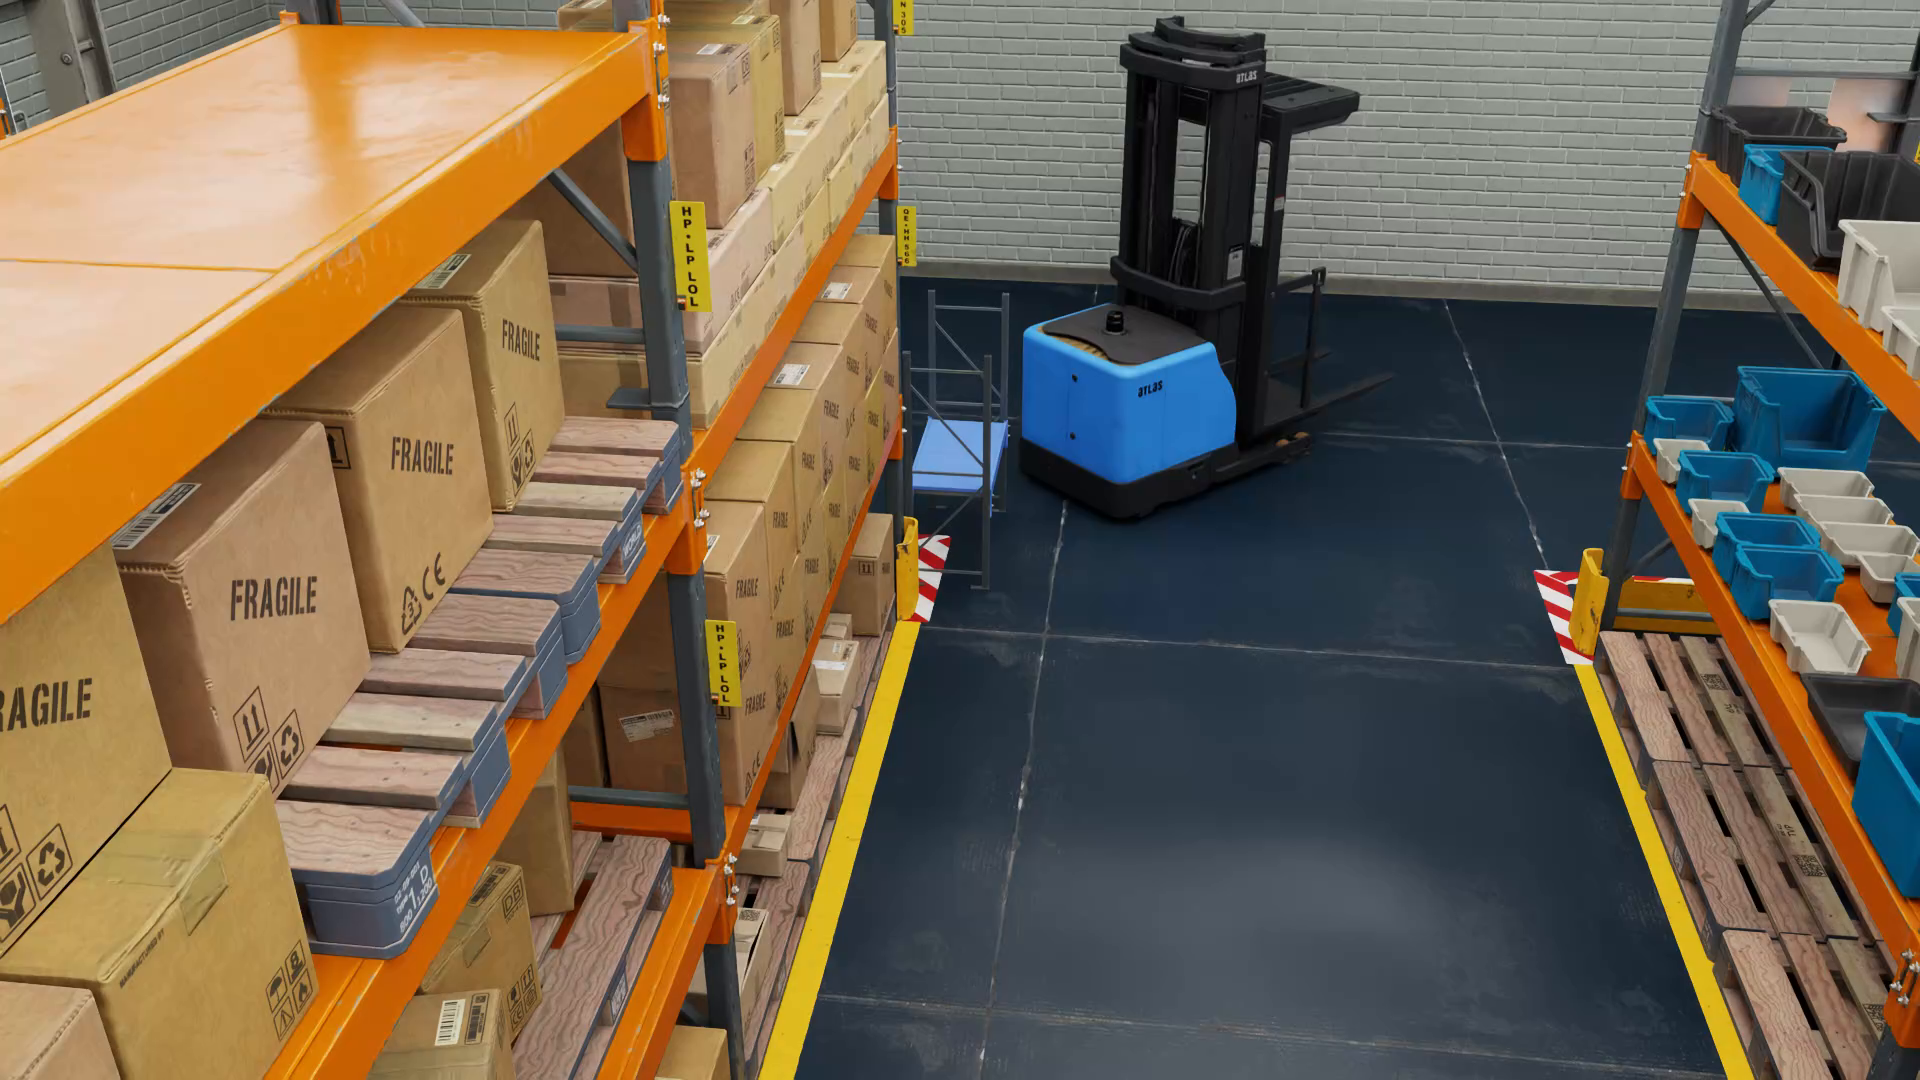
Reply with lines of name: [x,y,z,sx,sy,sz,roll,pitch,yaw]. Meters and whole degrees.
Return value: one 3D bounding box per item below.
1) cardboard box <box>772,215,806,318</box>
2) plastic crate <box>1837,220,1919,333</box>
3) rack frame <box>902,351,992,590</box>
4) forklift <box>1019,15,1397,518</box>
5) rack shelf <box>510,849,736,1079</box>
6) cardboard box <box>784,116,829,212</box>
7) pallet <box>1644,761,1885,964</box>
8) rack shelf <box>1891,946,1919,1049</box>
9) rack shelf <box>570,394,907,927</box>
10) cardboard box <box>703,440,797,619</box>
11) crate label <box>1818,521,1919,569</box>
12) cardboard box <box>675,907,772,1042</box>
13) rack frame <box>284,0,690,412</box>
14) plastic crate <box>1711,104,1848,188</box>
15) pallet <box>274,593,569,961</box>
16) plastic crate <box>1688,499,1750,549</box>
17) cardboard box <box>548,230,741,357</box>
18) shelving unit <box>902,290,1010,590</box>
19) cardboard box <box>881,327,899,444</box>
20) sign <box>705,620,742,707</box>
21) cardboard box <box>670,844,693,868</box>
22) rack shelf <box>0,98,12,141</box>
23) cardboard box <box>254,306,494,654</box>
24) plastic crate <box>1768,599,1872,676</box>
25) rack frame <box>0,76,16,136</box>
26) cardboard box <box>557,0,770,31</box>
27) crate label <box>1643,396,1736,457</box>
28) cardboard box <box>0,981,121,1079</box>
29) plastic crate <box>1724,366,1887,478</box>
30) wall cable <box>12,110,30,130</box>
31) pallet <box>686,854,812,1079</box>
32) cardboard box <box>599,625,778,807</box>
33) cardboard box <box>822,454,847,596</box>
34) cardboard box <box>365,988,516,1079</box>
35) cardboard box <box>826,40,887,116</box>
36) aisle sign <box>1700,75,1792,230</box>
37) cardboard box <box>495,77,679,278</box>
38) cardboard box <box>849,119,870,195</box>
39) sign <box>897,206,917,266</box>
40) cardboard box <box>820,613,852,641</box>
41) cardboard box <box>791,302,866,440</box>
cardboard box: [-0.888,-1.057,6.337,0.500,0.250,0.500,3,28,6]
plastic crate: [3.507,-0.954,6.112,0.437,0.282,0.530,3,28,6]
rack frame: [-0.073,-0.381,9.668,0.500,1.500,0.032,3,28,6]
forklift: [1.862,-1.994,11.153,3.031,2.935,1.130,-21,35,-34]
rack shelf: [-1.566,2.141,4.165,1.077,0.370,4.000,3,28,6]
cardboard box: [-0.821,-1.512,6.655,0.500,0.250,0.500,3,28,6]
pallet: [3.794,1.475,7.581,1.003,0.211,1.213,3,28,6]
rack shelf: [3.350,2.430,3.627,1.077,0.370,4.000,3,28,6]
rack shelf: [-1.076,0.258,7.660,1.077,0.370,4.000,3,28,6]
cardboard box: [-0.921,-0.050,6.313,0.500,0.500,0.500,2,28,5]
crate label: [4.105,0.041,7.517,0.396,0.136,0.243,3,28,6]
cardboard box: [-1.055,1.687,6.618,0.500,0.311,0.500,3,28,6]
rack frame: [-1.321,-1.759,4.319,1.000,3.000,0.127,3,28,6]
plastic crate: [3.761,-1.809,7.712,0.497,0.269,0.590,3,28,6]
pallet: [-1.594,0.436,3.606,1.213,0.211,1.003,3,28,6]
plastic crate: [3.523,-0.059,7.703,0.250,0.136,0.298,3,28,6]
cardboard box: [-1.014,-0.807,5.345,0.500,0.250,0.500,3,28,6]
shelving unit: [-0.010,-0.620,10.112,0.538,1.500,1.048,3,28,6]
cardboard box: [-0.615,-0.818,8.792,0.500,0.500,0.500,4,29,8]
sign: [-0.769,0.403,5.410,0.100,0.325,0.005,3,28,6]
cardboard box: [-1.440,1.235,7.459,0.500,0.311,0.500,3,28,6]
rack shelf: [-5.992,-1.349,7.479,1.077,0.370,4.000,3,28,6]
cardboard box: [-1.515,-0.162,3.864,0.600,0.600,0.600,3,28,6]
plastic crate: [3.510,0.425,6.806,0.293,0.136,0.466,3,28,6]
rack frame: [-5.747,-1.287,9.768,1.000,3.000,0.127,3,28,6]
cardboard box: [-1.131,-1.860,6.511,0.700,0.500,0.500,3,28,6]
crate label: [3.728,-0.566,8.544,0.416,0.233,0.303,3,28,6]
cardboard box: [-1.728,0.953,2.342,0.910,0.500,0.500,3,28,6]
plastic crate: [4.229,-0.584,8.364,0.616,0.435,0.499,3,28,6]
wall cable: [-6.529,-2.392,10.747,0.084,1.984,1.851,3,28,6]
pallet: [-1.236,1.787,7.003,1.003,0.211,1.213,3,28,6]
cardboard box: [-0.988,0.614,6.134,0.500,0.500,0.500,4,29,8]
cardboard box: [-0.804,-0.102,7.463,0.500,0.500,0.500,3,28,5]
cardboard box: [-1.476,1.489,4.068,0.700,0.500,0.500,-4,29,-7]
cardboard box: [-0.640,-2.218,7.966,0.500,0.250,0.500,3,28,6]
aisle sign: [3.799,-1.906,8.177,0.394,0.787,0.004,3,28,6]
cardboard box: [-1.299,-1.153,5.198,0.700,0.500,0.500,3,28,6]
cardboard box: [-0.704,-1.763,7.648,0.500,0.250,0.500,3,28,6]
sign: [-0.282,-1.608,8.810,0.100,0.325,0.005,3,28,6]
cardboard box: [-0.792,0.509,8.958,0.380,0.166,0.250,3,28,6]
cardboard box: [-0.732,-0.777,7.662,0.500,0.500,0.500,4,29,8]
